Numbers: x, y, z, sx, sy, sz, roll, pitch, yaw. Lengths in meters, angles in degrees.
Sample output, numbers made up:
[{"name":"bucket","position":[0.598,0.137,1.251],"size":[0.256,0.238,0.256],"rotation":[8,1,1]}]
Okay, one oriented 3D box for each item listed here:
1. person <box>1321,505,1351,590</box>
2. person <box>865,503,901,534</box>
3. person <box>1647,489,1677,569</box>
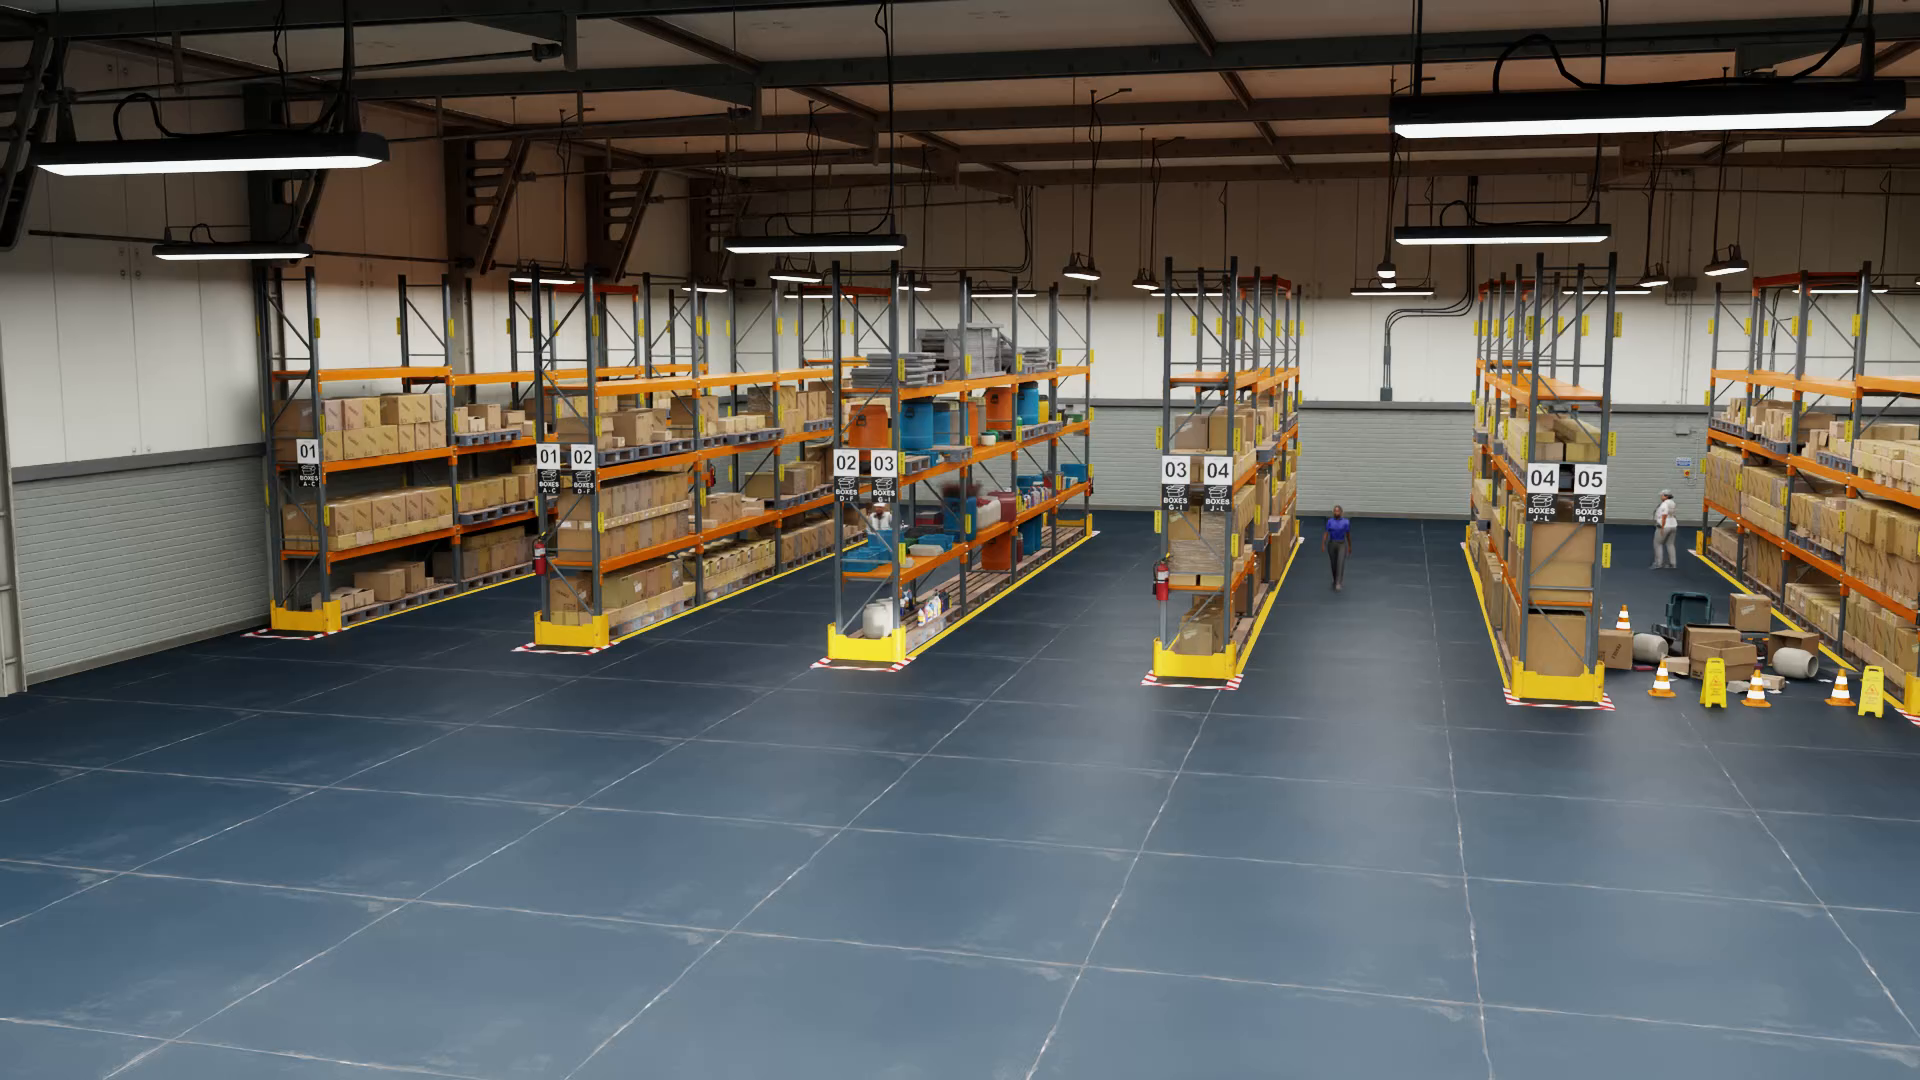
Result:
[{"name":"person","position":[7.256,0.123,32.056],"size":[0.539,1.599,0.998],"rotation":[3,8,20]},{"name":"person","position":[-1.492,-0.025,32.448],"size":[0.650,1.589,0.719],"rotation":[3,8,23]},{"name":"person","position":[14.763,-0.212,34.783],"size":[0.532,1.698,0.578],"rotation":[-5,9,-34]}]
